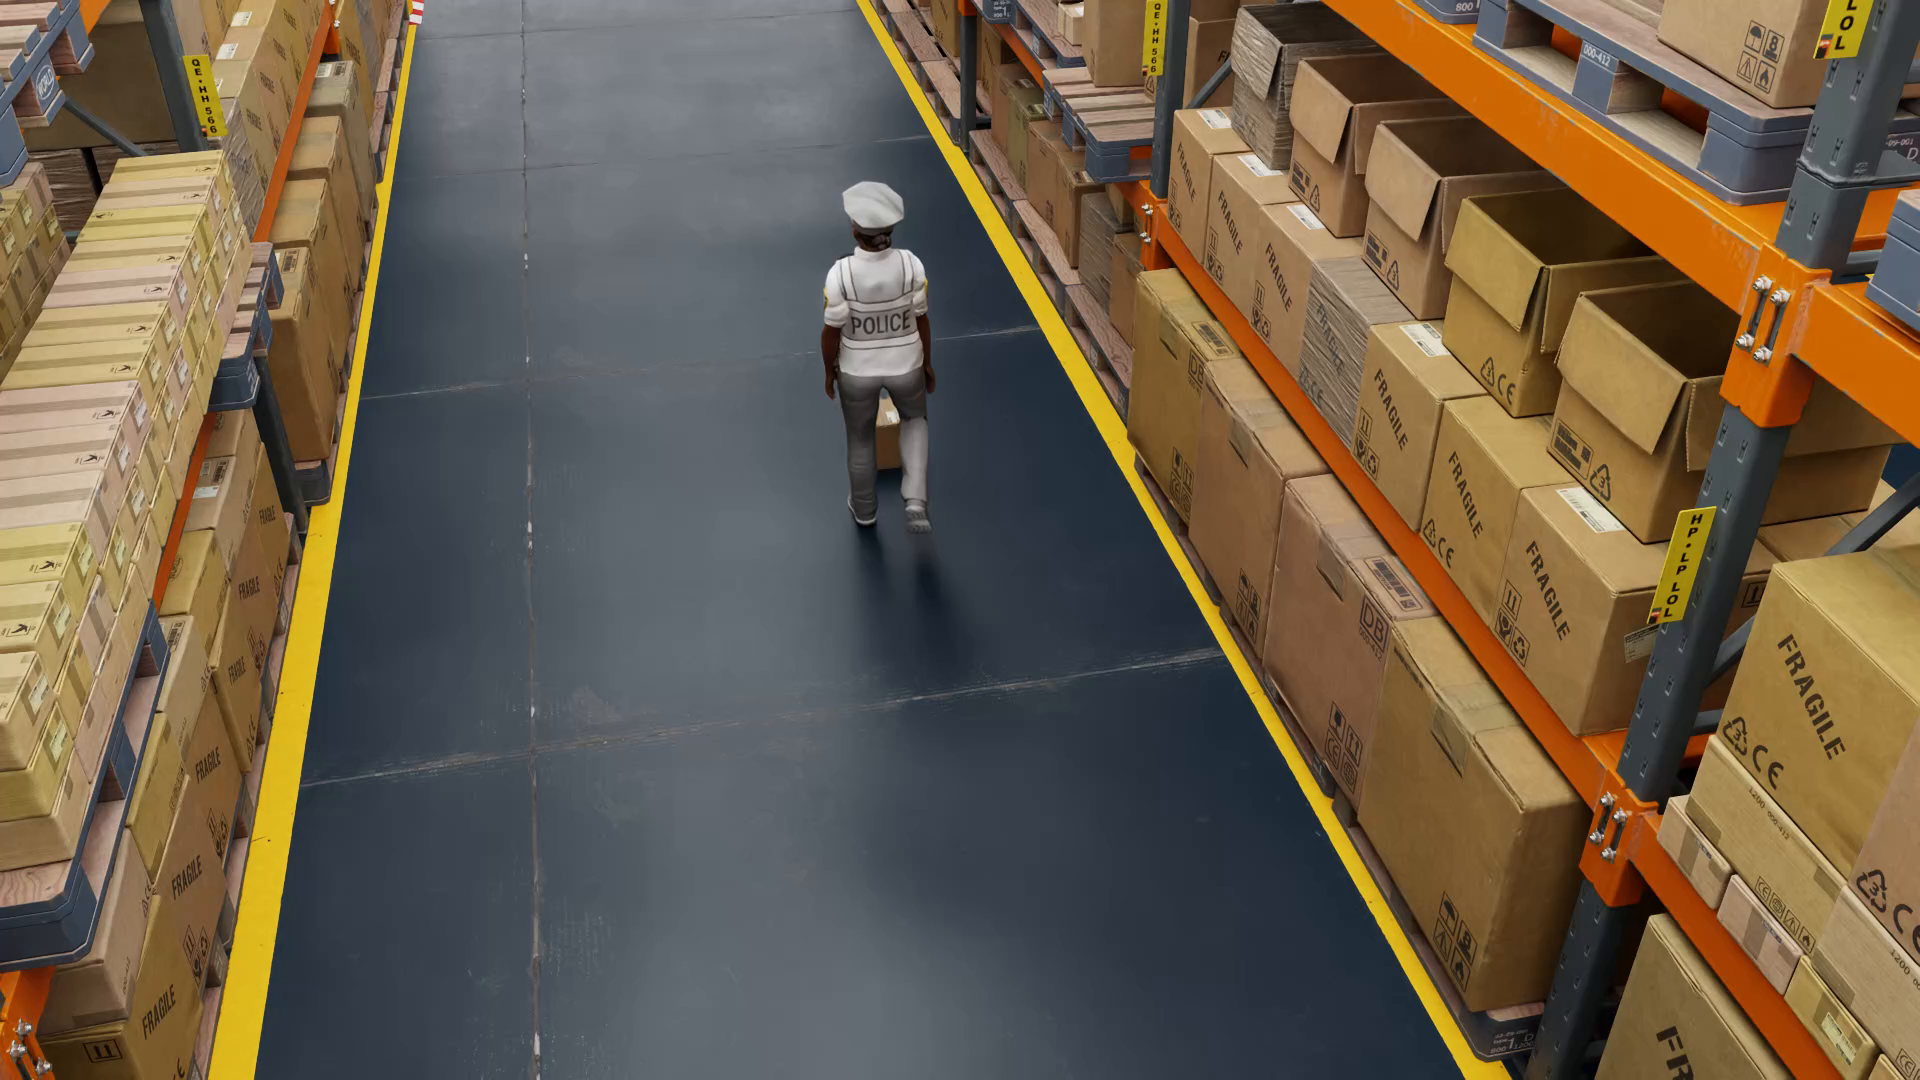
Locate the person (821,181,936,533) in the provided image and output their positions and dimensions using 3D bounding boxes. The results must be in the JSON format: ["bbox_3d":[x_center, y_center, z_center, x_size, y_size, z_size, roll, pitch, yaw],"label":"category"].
[{"bbox_3d":[-0.353,-0.759,7.176,0.496,1.683,0.583,-6,35,-9],"label":"person"}]
